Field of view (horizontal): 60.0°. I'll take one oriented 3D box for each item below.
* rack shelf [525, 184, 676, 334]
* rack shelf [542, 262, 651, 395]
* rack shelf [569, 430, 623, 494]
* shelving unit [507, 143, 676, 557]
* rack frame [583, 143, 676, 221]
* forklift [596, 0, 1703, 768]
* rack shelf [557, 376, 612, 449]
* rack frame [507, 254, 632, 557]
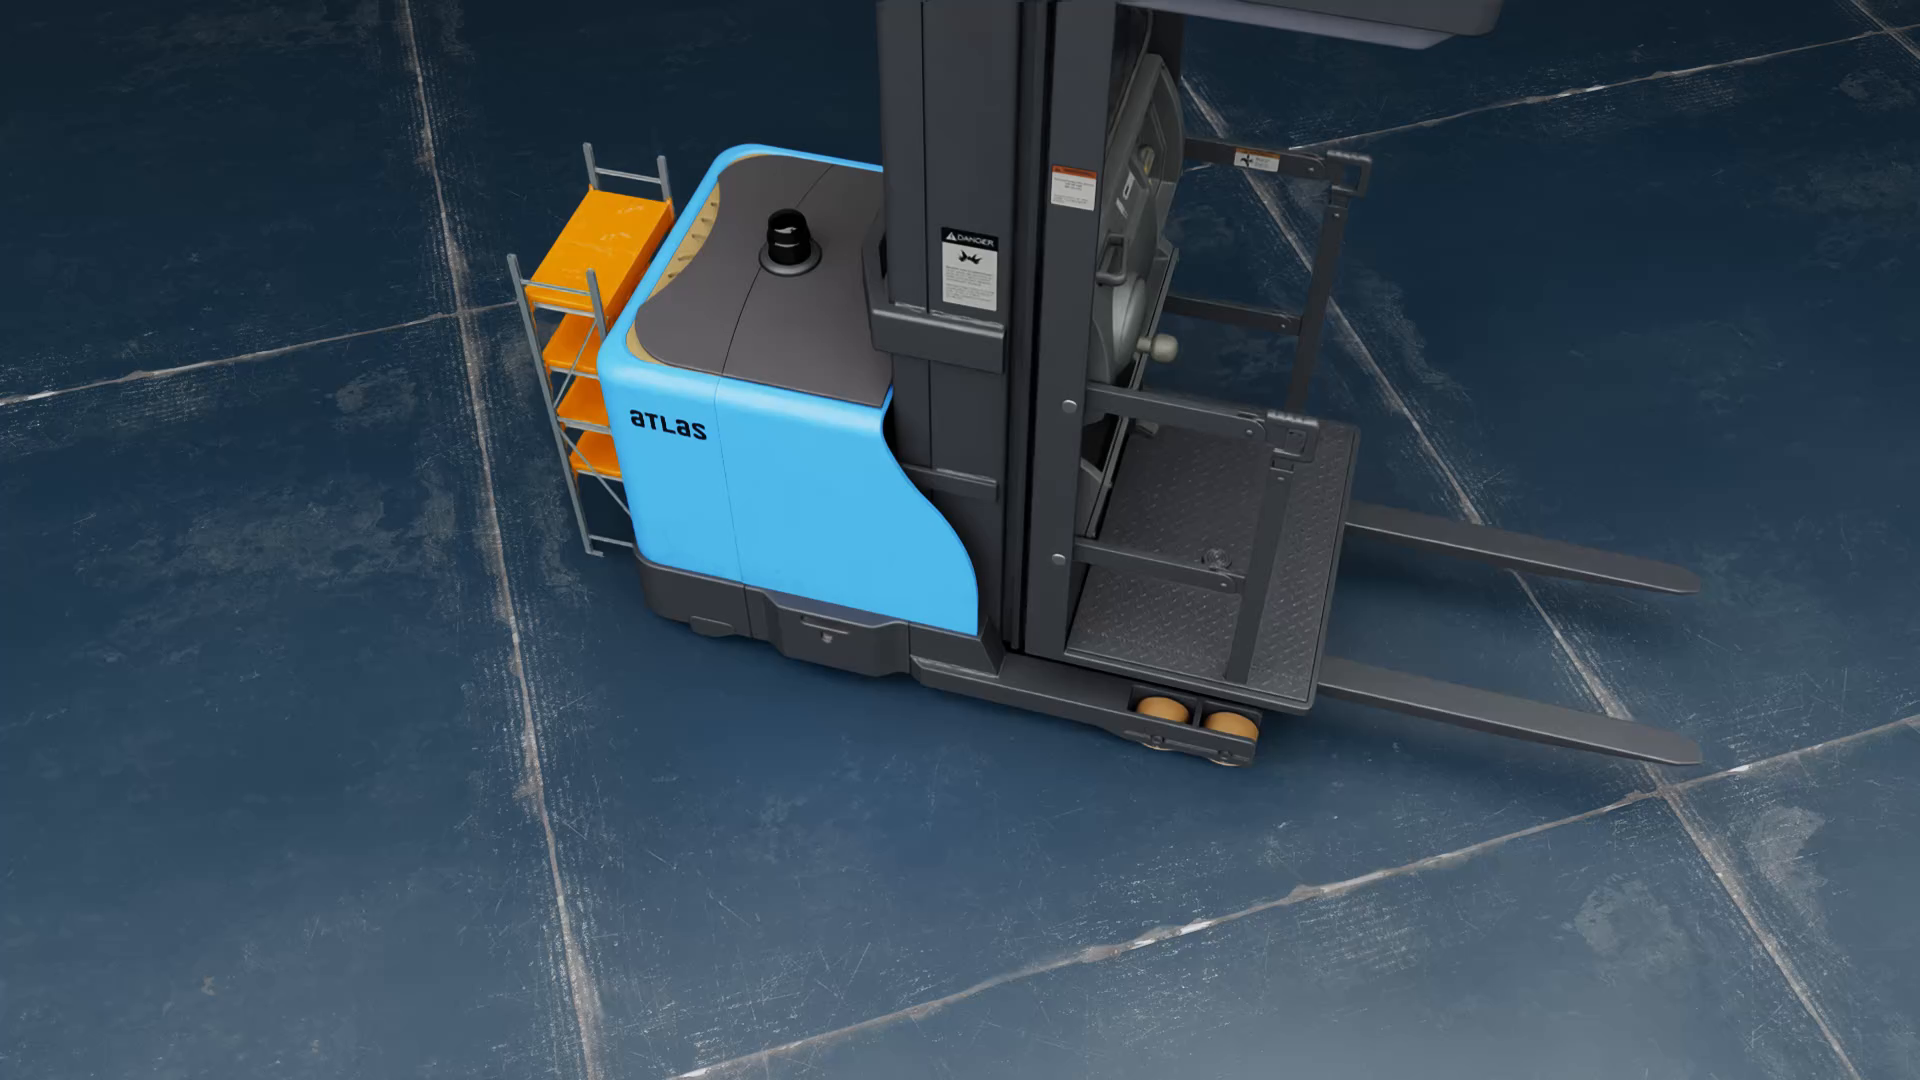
[{"bbox_3d":[-0.990,-0.759,4.591,0.258,0.148,0.480,12,51,10],"label":"rack shelf"},{"bbox_3d":[-0.990,-0.607,4.772,0.258,0.148,0.480,12,51,10],"label":"rack shelf"},{"bbox_3d":[-0.990,-0.335,5.095,0.258,0.148,0.480,12,51,10],"label":"rack shelf"},{"bbox_3d":[-0.990,-0.506,4.892,0.258,1.200,0.503,12,51,10],"label":"shelving unit"},{"bbox_3d":[-0.927,-0.686,5.044,0.240,1.200,0.015,12,51,10],"label":"rack frame"},{"bbox_3d":[0.621,-0.760,3.974,3.031,2.935,1.130,12,51,10],"label":"forklift"},{"bbox_3d":[-0.990,-0.463,4.943,0.258,0.148,0.480,12,51,10],"label":"rack shelf"},{"bbox_3d":[-1.054,-0.326,4.740,0.240,1.200,0.015,12,51,10],"label":"rack frame"}]
